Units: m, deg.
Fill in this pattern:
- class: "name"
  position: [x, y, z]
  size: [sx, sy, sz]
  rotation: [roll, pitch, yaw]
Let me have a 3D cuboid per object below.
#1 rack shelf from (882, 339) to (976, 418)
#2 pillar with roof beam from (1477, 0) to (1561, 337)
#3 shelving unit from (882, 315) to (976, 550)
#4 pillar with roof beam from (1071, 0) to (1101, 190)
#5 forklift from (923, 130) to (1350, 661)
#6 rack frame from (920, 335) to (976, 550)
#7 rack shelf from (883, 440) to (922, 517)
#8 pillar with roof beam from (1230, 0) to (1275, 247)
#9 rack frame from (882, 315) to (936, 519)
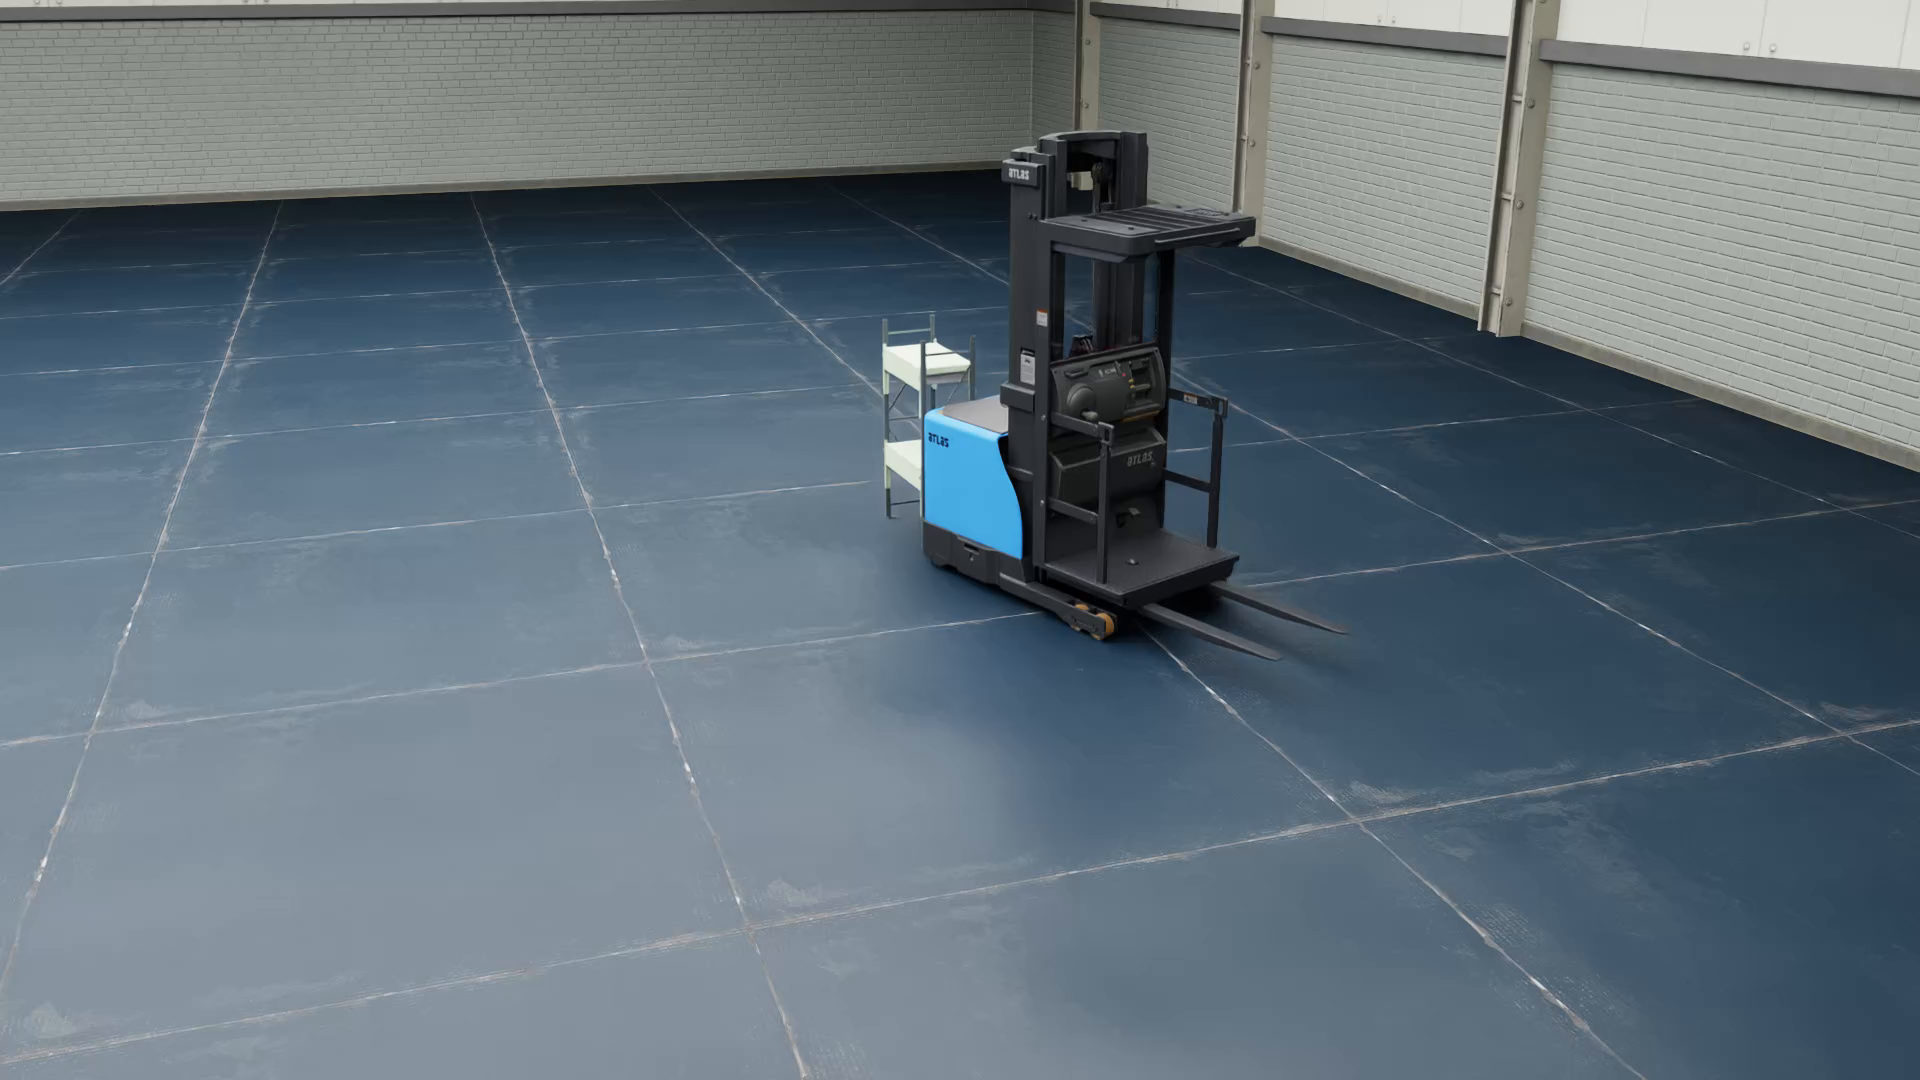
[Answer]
- class: "rack shelf"
  position: [-0.224, -1.147, 11.738]
  size: [0.431, 0.370, 0.720]
  rotation: [-8, 21, -22]
- class: "pillar with roof beam"
  position: [1.840, -6.057, 15.468]
  size: [9.100, 9.000, 0.400]
  rotation: [-6, 21, -17]
- class: "shelving unit"
  position: [-0.224, -0.780, 11.869]
  size: [0.431, 1.500, 0.755]
  rotation: [-8, 21, -22]
- class: "pillar with roof beam"
  position: [-1.931, -9.908, 26.190]
  size: [9.100, 9.000, 0.400]
  rotation: [-6, 21, -17]
- class: "forklift"
  position: [1.073, -0.957, 10.244]
  size: [1.130, 2.935, 3.031]
  rotation: [-16, 25, -37]
- class: "rack frame"
  position: [-0.081, -0.666, 11.552]
  size: [0.400, 1.500, 0.023]
  rotation: [-8, 21, -22]
- class: "rack shelf"
  position: [-0.224, -0.473, 11.980]
  size: [0.431, 0.370, 0.720]
  rotation: [-8, 21, -22]
- class: "pillar with roof beam"
  position: [-0.046, -7.983, 20.829]
  size: [9.100, 9.000, 0.400]
  rotation: [-6, 21, -17]
- class: "rack frame"
  position: [-0.367, -0.894, 12.187]
  size: [0.400, 1.500, 0.023]
  rotation: [-8, 21, -22]
